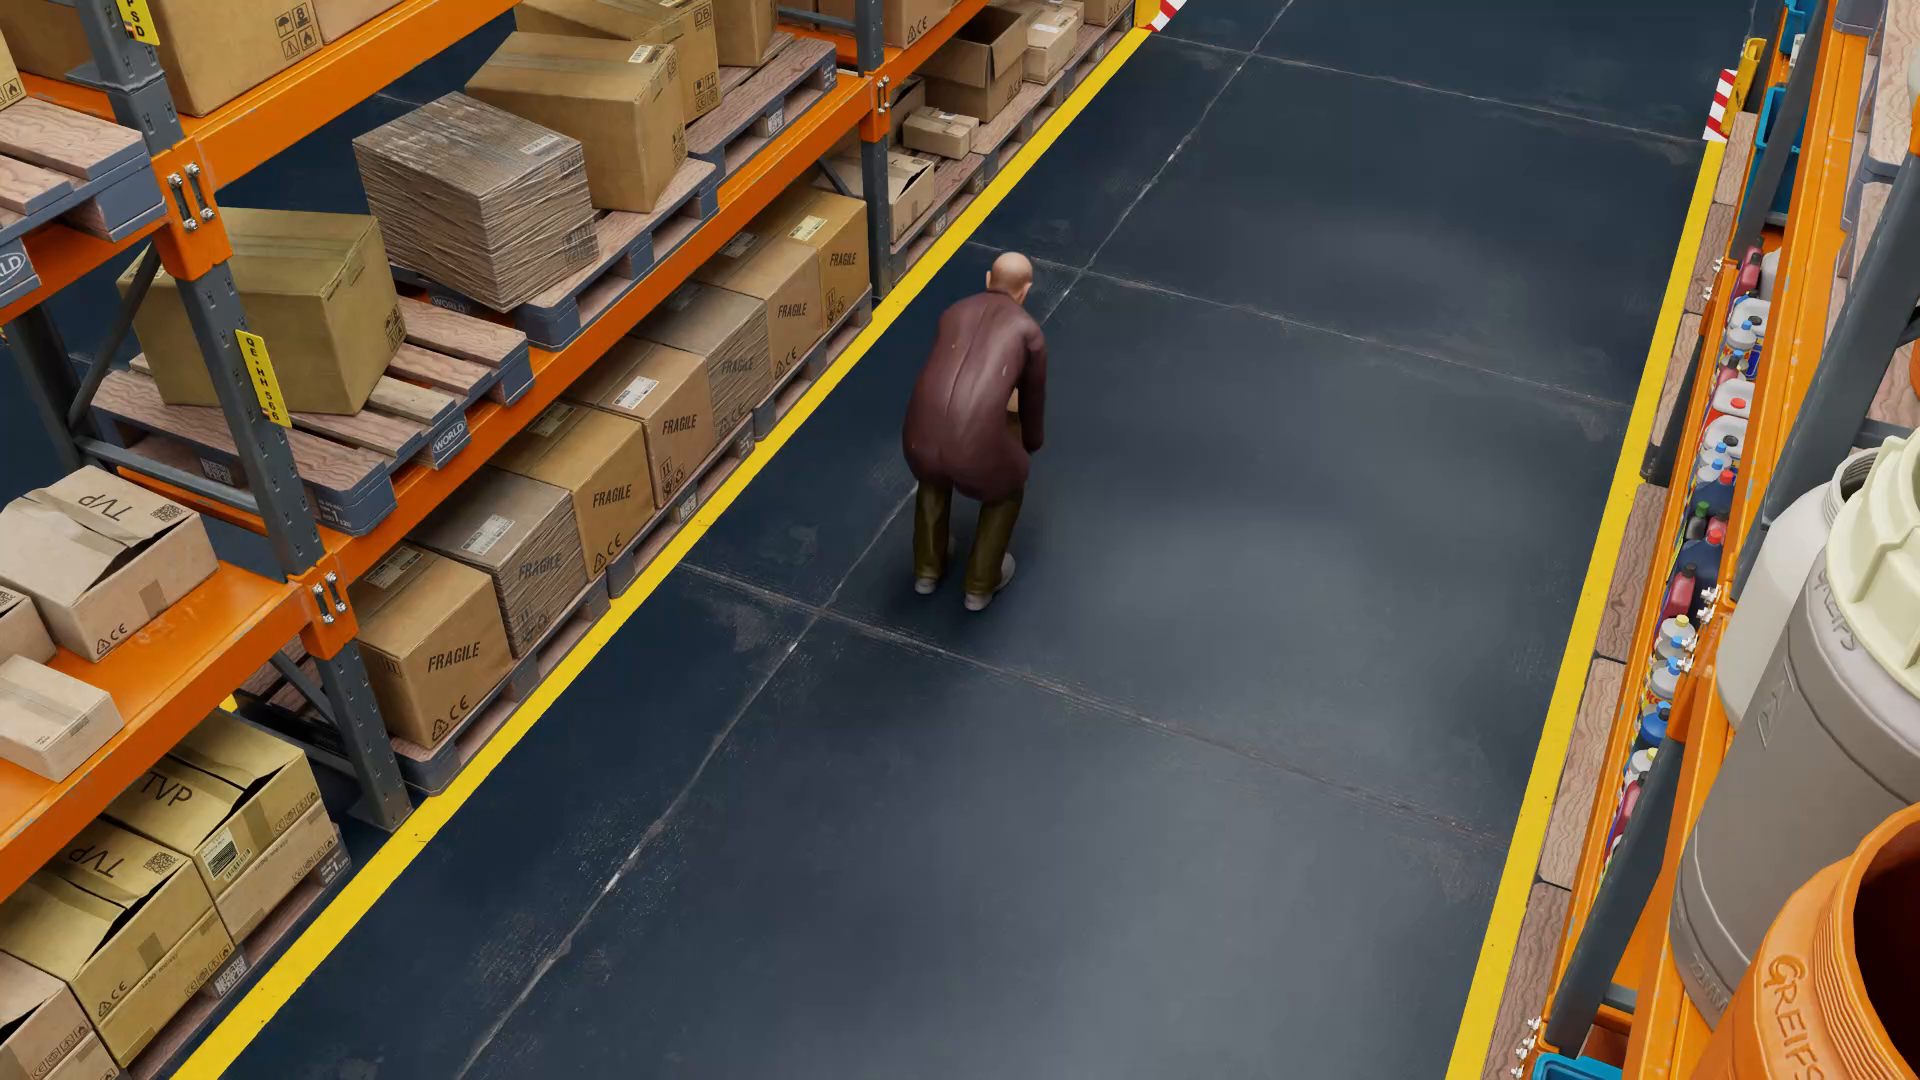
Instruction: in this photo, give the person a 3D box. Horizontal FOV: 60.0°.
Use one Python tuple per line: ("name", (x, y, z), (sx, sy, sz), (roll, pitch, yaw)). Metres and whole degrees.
("person", (0.092, -0.442, 7.016), (0.565, 1.323, 0.890), (16, 44, 17))
